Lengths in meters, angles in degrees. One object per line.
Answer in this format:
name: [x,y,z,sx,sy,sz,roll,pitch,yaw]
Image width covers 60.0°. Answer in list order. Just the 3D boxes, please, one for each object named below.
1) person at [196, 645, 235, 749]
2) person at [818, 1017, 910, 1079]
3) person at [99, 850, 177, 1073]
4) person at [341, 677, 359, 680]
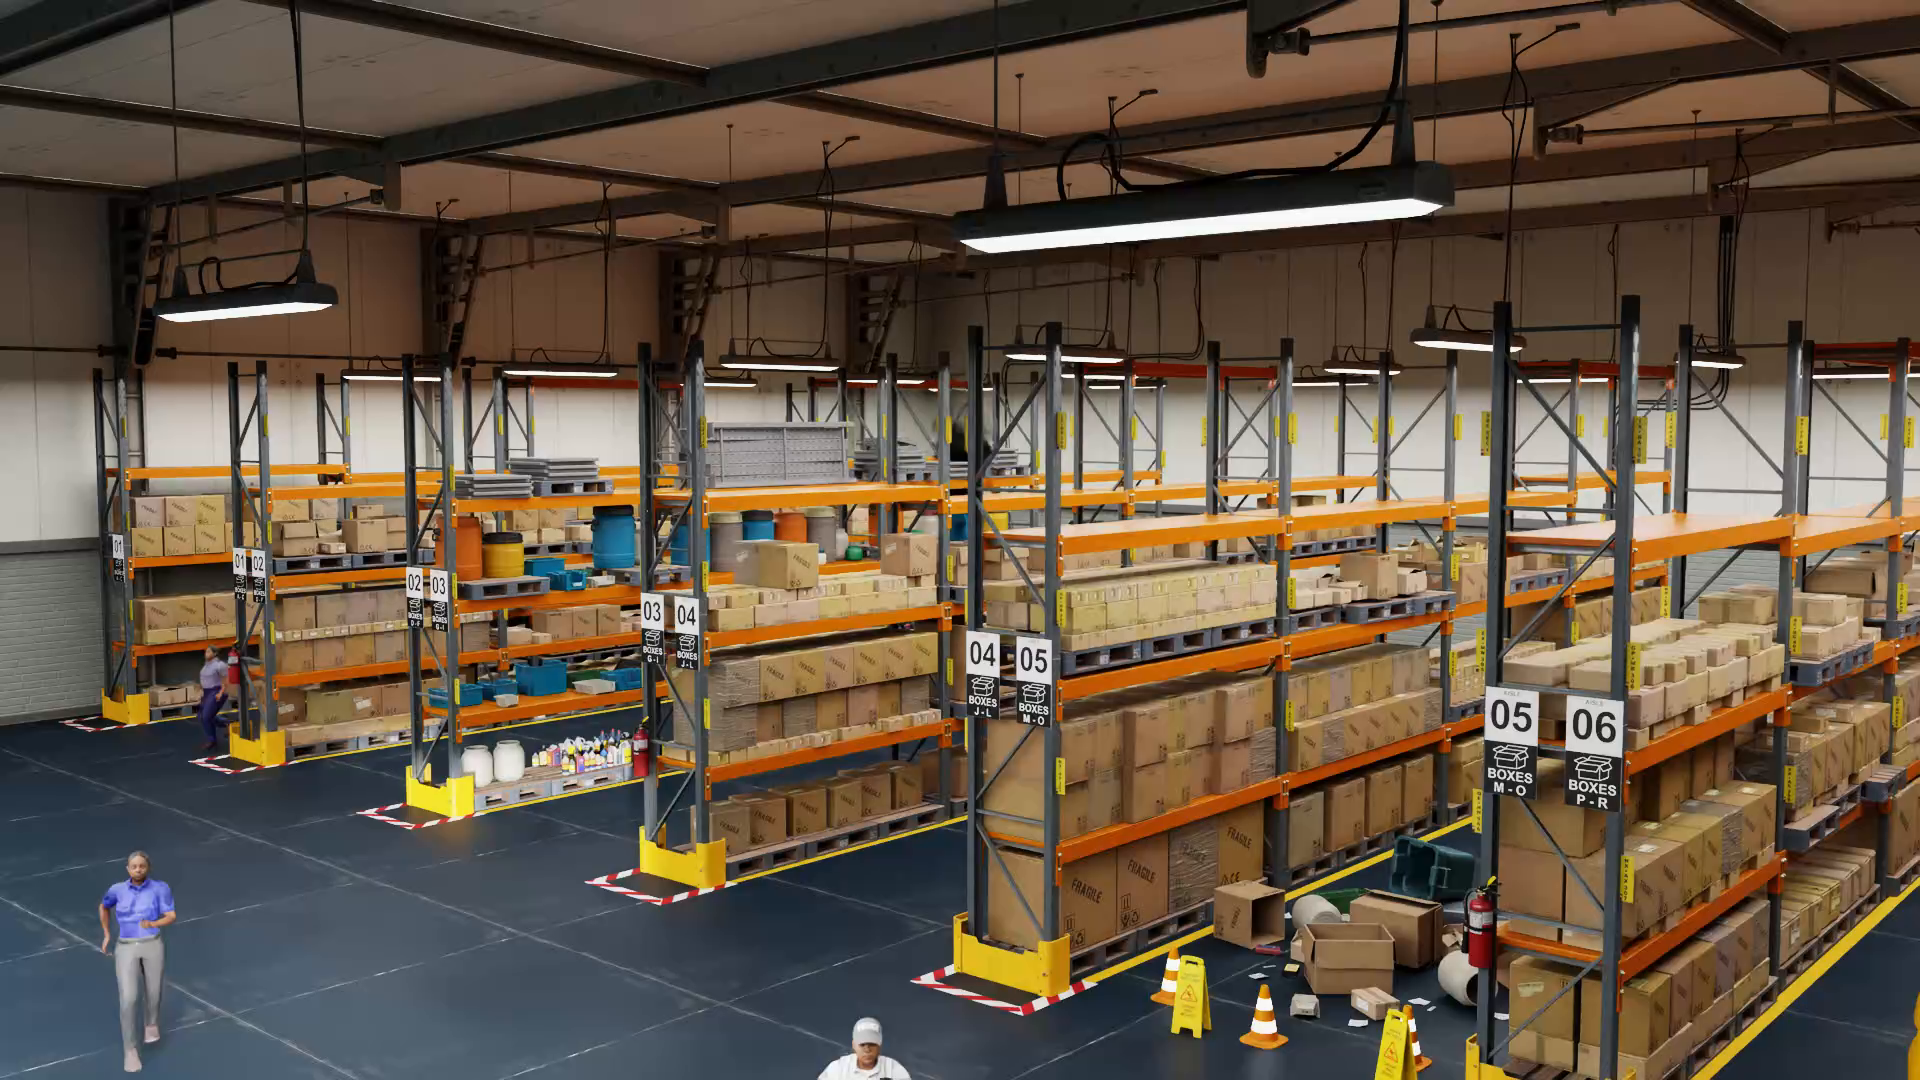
person: [-11.695,2.453,26.145,0.641,1.627,0.599,4,6,43]
person: [-0.541,3.610,9.670,0.591,1.695,0.861,0,4,-7]
person: [-6.616,3.354,13.412,0.546,1.719,0.770,-2,5,-29]
person: [-10.309,2.255,28.270,0.531,1.715,0.738,2,5,30]
